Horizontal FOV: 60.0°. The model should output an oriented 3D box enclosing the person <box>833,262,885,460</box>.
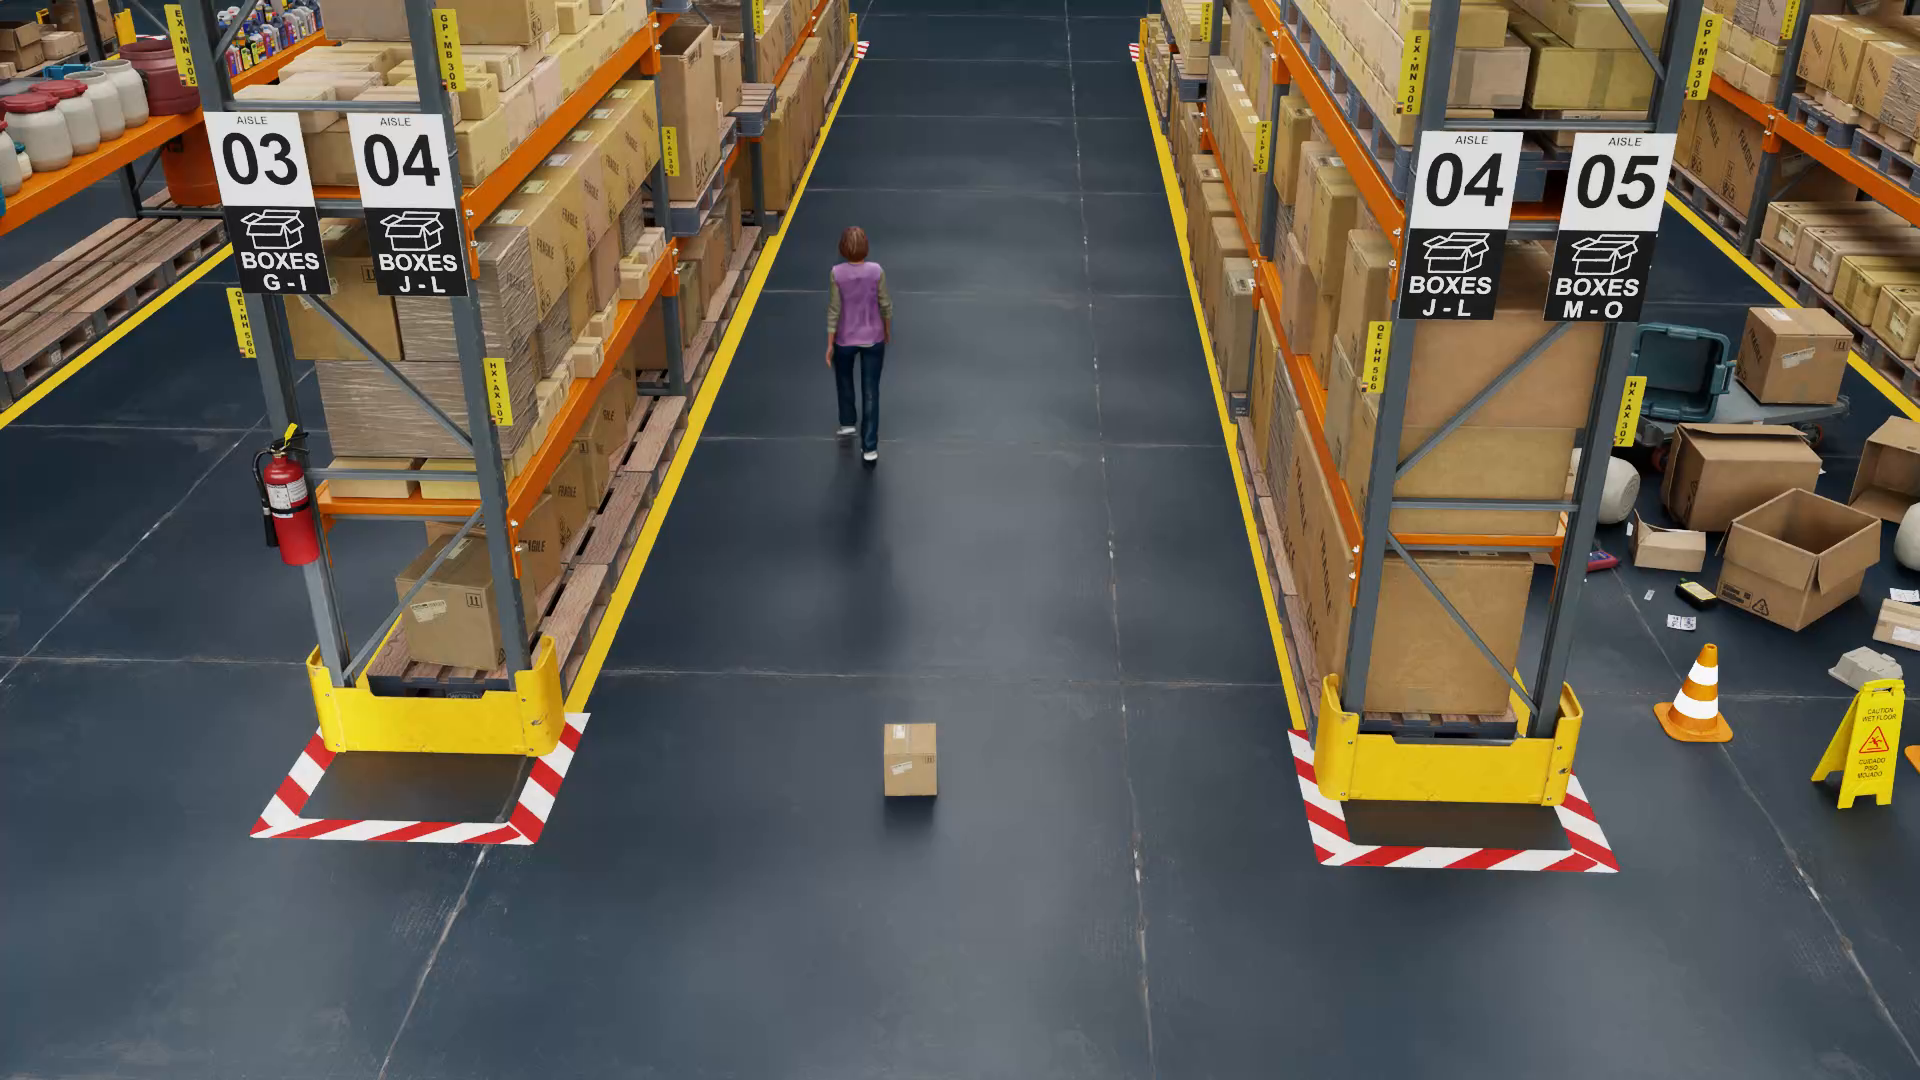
[{"bbox_3d":[-0.681,-1.238,11.179,0.349,1.395,0.660,-3,28,-5],"label":"person"}]
